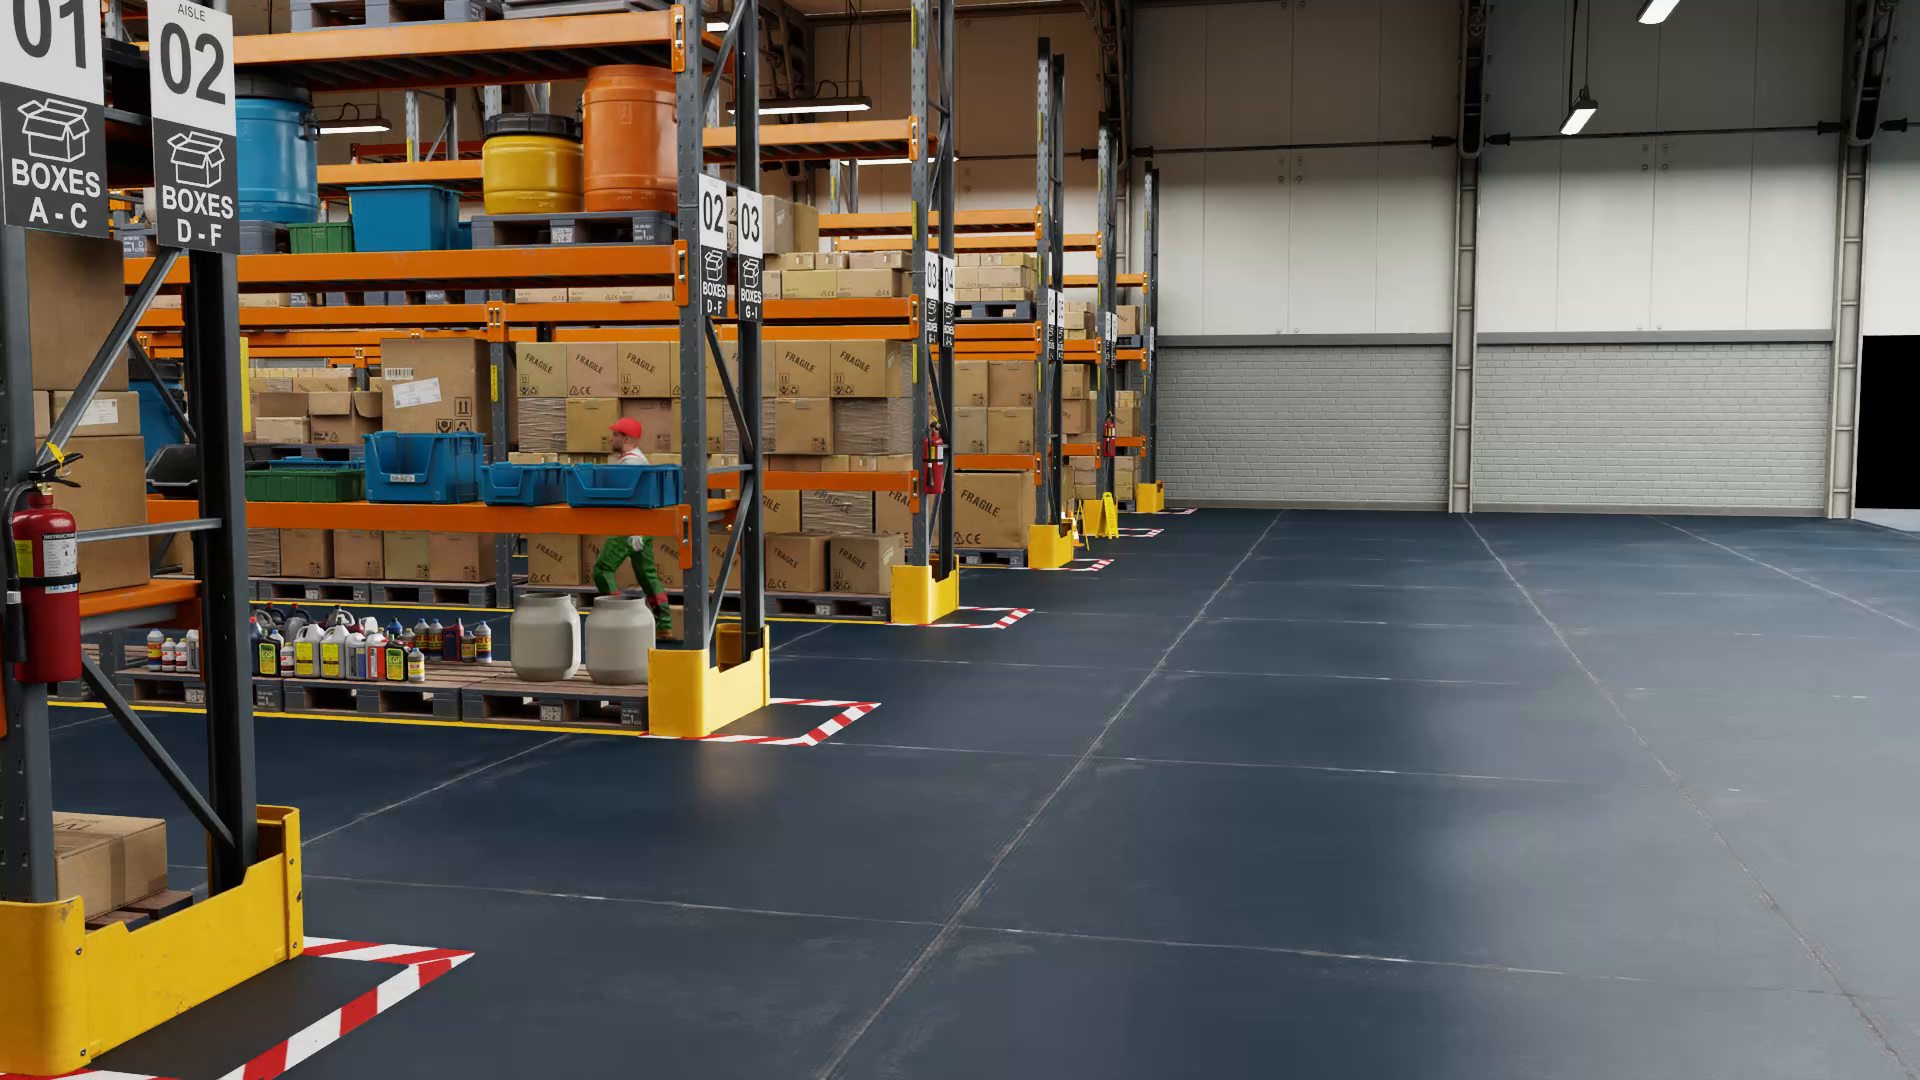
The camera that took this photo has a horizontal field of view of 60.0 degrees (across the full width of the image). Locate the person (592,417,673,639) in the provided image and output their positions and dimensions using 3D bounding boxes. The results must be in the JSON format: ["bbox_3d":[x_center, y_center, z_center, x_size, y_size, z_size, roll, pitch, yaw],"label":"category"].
[{"bbox_3d":[-2.591,-0.050,13.125,0.601,1.833,0.652,0,5,1],"label":"person"}]
